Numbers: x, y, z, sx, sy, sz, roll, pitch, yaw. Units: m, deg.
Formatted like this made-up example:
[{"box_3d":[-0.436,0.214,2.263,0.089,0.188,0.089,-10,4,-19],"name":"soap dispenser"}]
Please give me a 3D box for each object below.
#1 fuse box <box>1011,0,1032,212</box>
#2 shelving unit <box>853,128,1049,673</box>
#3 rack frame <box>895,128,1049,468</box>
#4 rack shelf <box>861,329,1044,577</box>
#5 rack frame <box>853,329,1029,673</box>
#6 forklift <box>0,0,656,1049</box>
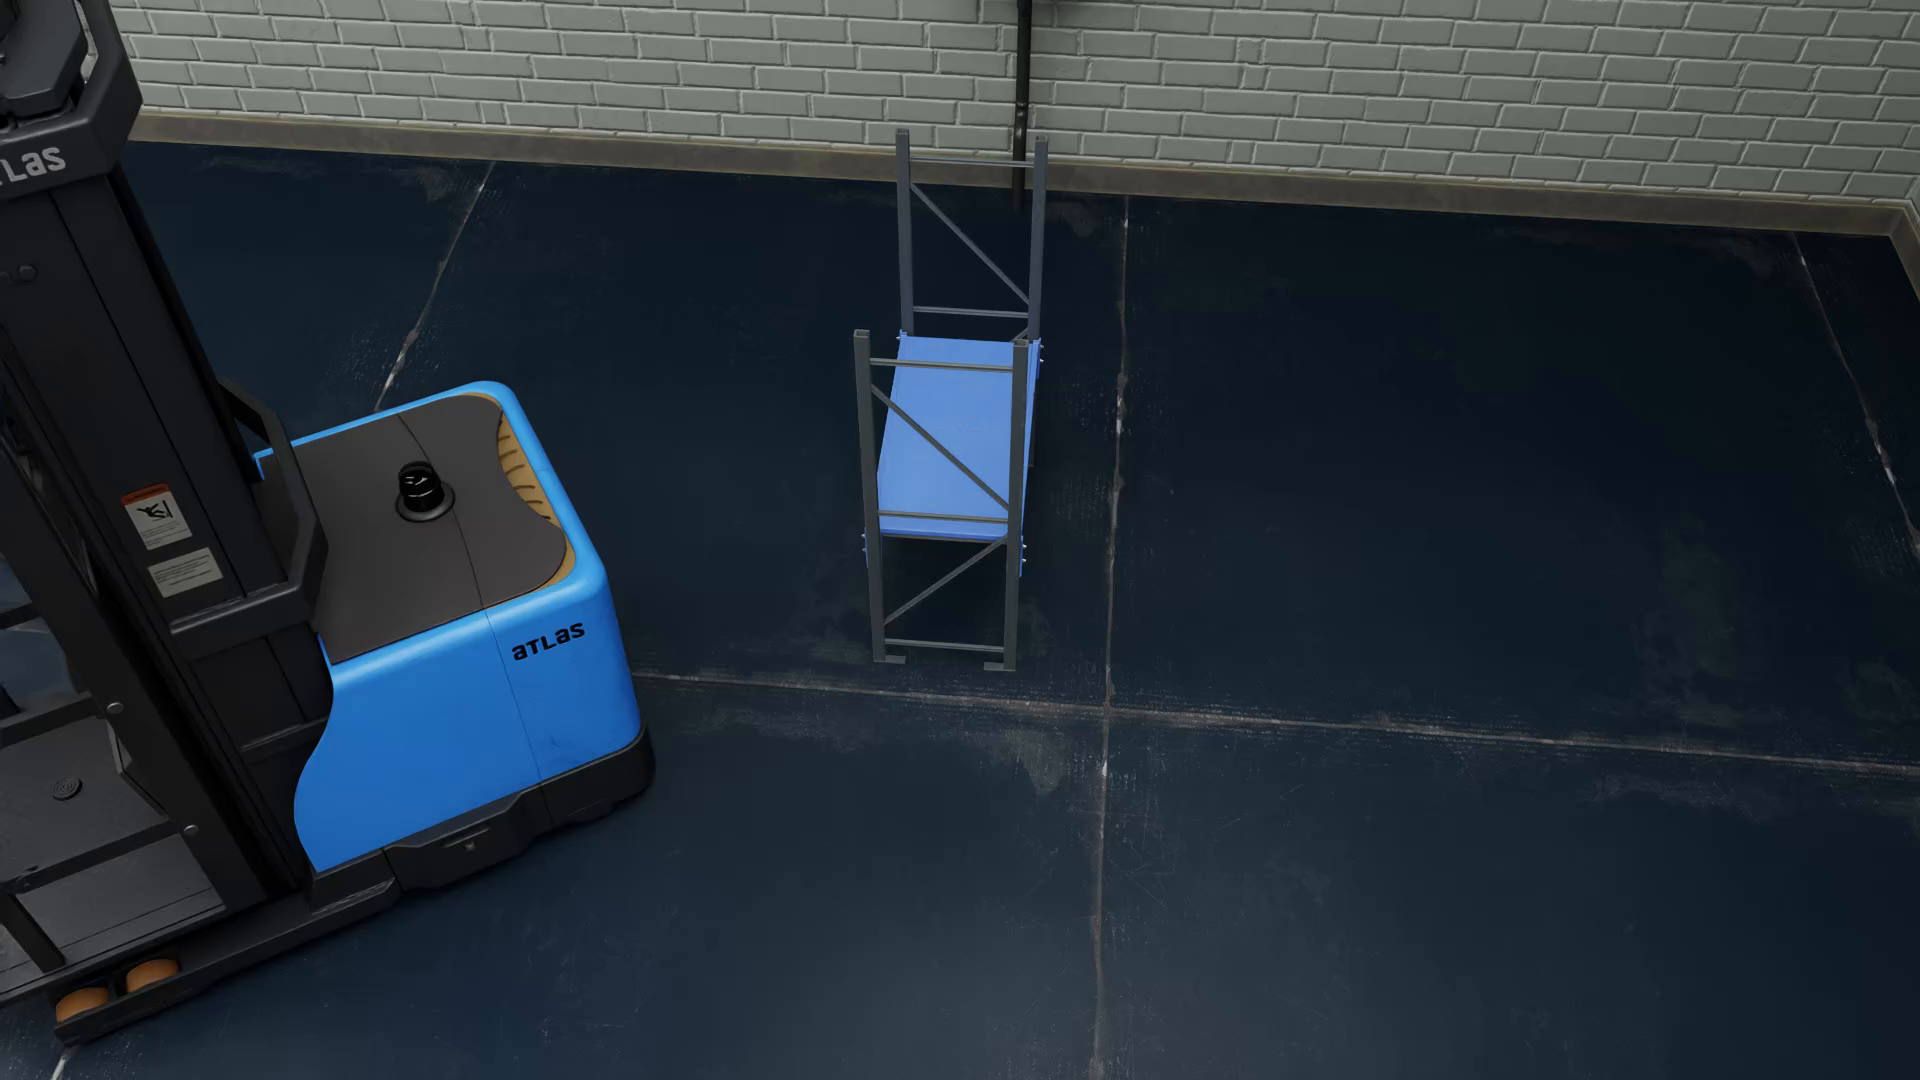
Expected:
[{"box_3d":[0.289,-2.080,6.993,0.539,1.711,0.414,4,48,4],"name":"fuse box"},{"box_3d":[-0.008,-0.443,5.639,0.538,1.500,1.048,4,48,4],"name":"shelving unit"},{"box_3d":[0.039,-0.817,5.981,0.500,1.500,0.032,4,48,4],"name":"rack frame"},{"box_3d":[-0.008,-0.322,5.772,0.538,0.185,1.000,4,48,4],"name":"rack shelf"},{"box_3d":[-0.054,-0.070,5.298,0.500,1.500,0.032,4,48,4],"name":"rack frame"},{"box_3d":[-2.545,0.032,4.234,3.031,2.935,1.130,-21,51,-19],"name":"forklift"}]
